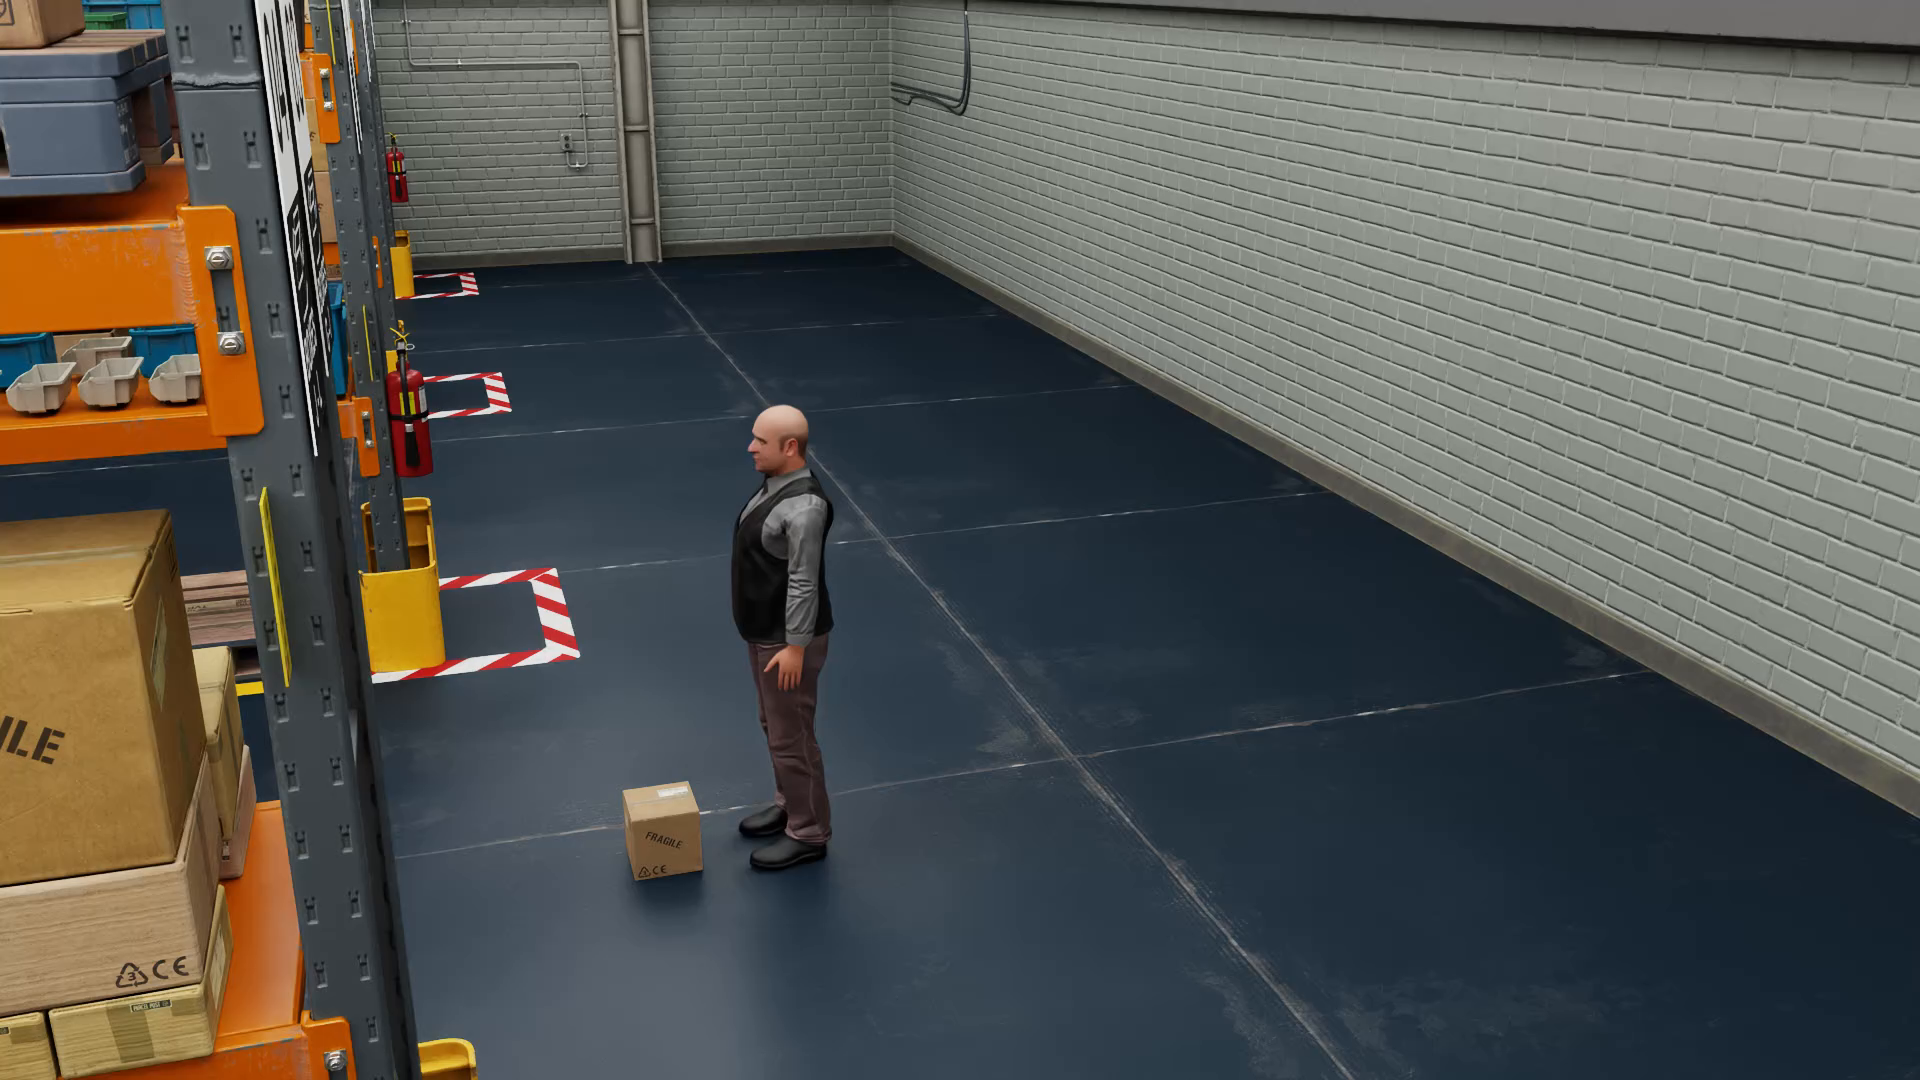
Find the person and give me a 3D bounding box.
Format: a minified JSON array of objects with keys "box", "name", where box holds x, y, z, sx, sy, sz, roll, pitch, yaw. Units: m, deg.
[{"box":[-0.652,0.348,6.099,0.361,1.724,0.531,-6,20,-16],"name":"person"}]
